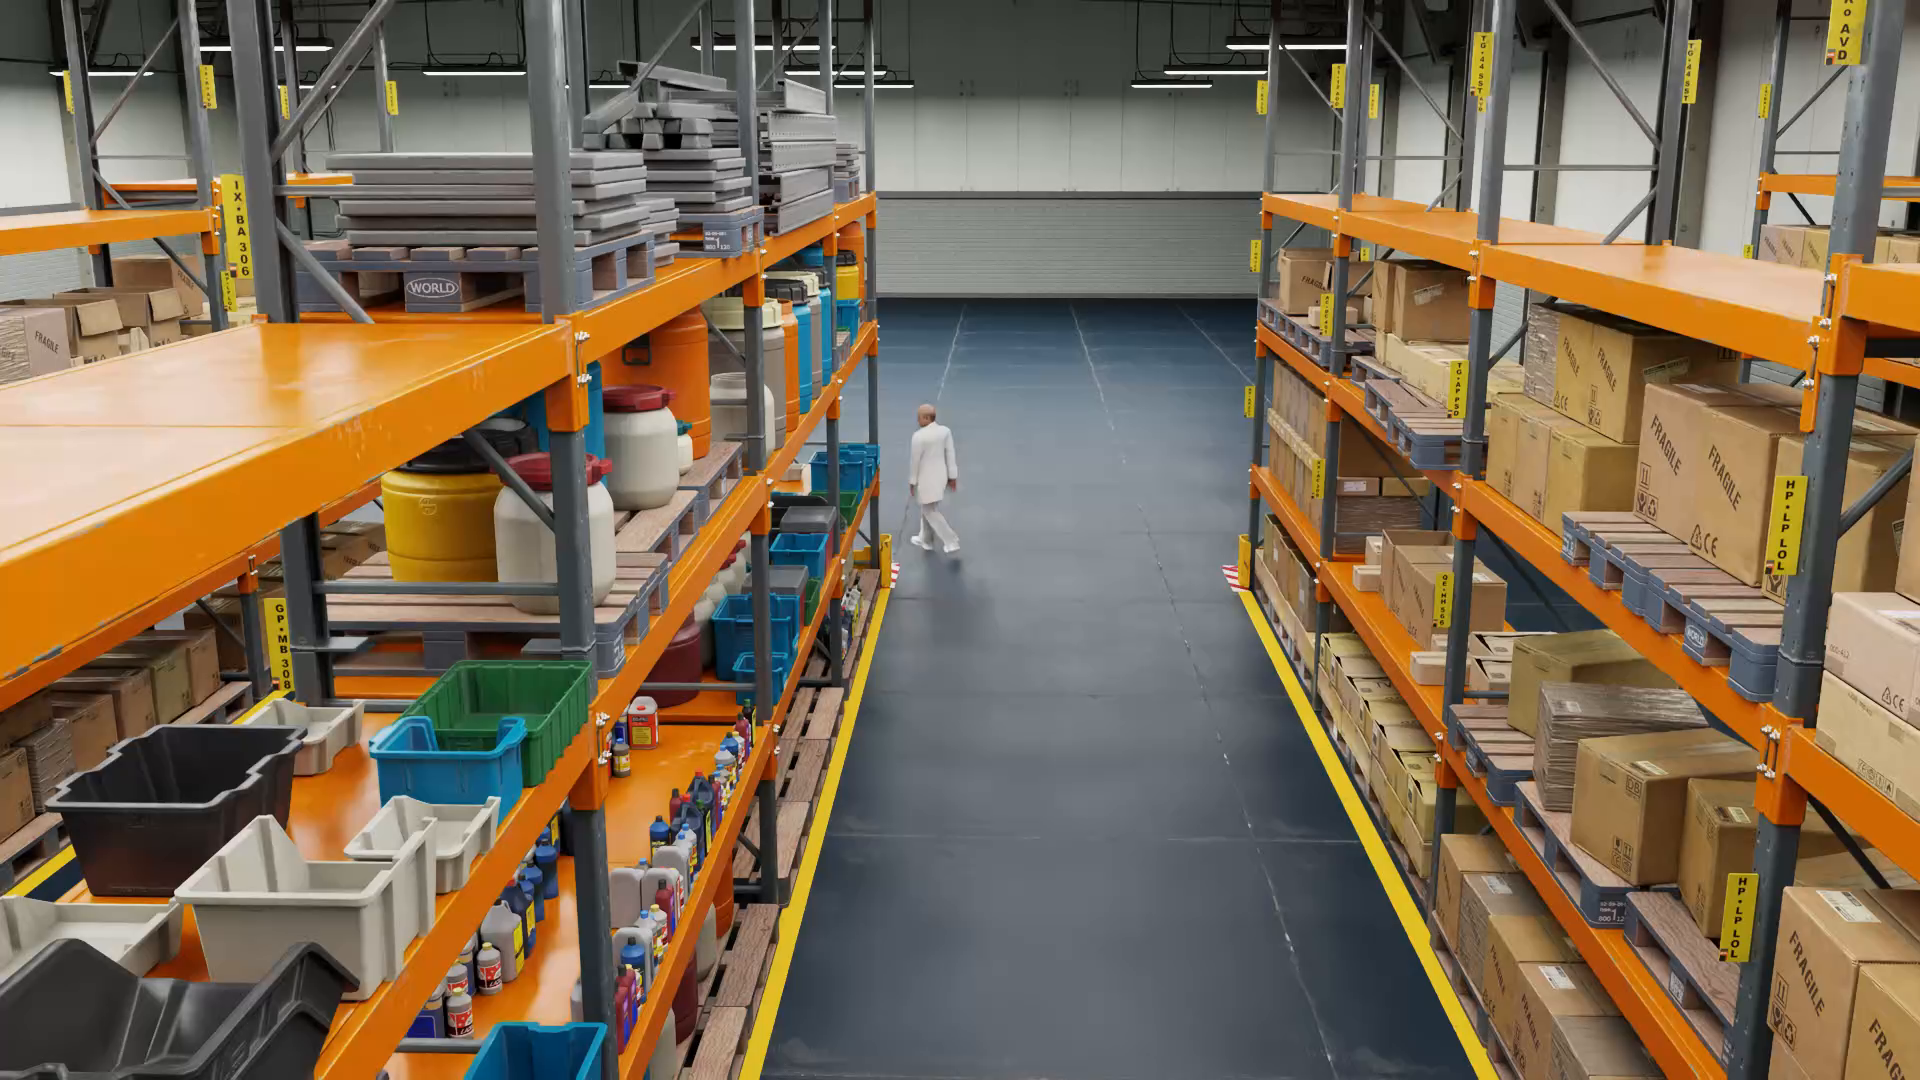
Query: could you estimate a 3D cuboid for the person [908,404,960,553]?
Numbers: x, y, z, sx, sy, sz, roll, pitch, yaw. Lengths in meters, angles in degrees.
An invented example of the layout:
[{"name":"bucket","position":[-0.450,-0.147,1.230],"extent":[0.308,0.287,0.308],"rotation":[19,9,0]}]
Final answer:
[{"name":"person","position":[-0.335,-0.687,18.855],"extent":[0.621,1.737,0.978],"rotation":[-13,19,-43]}]
